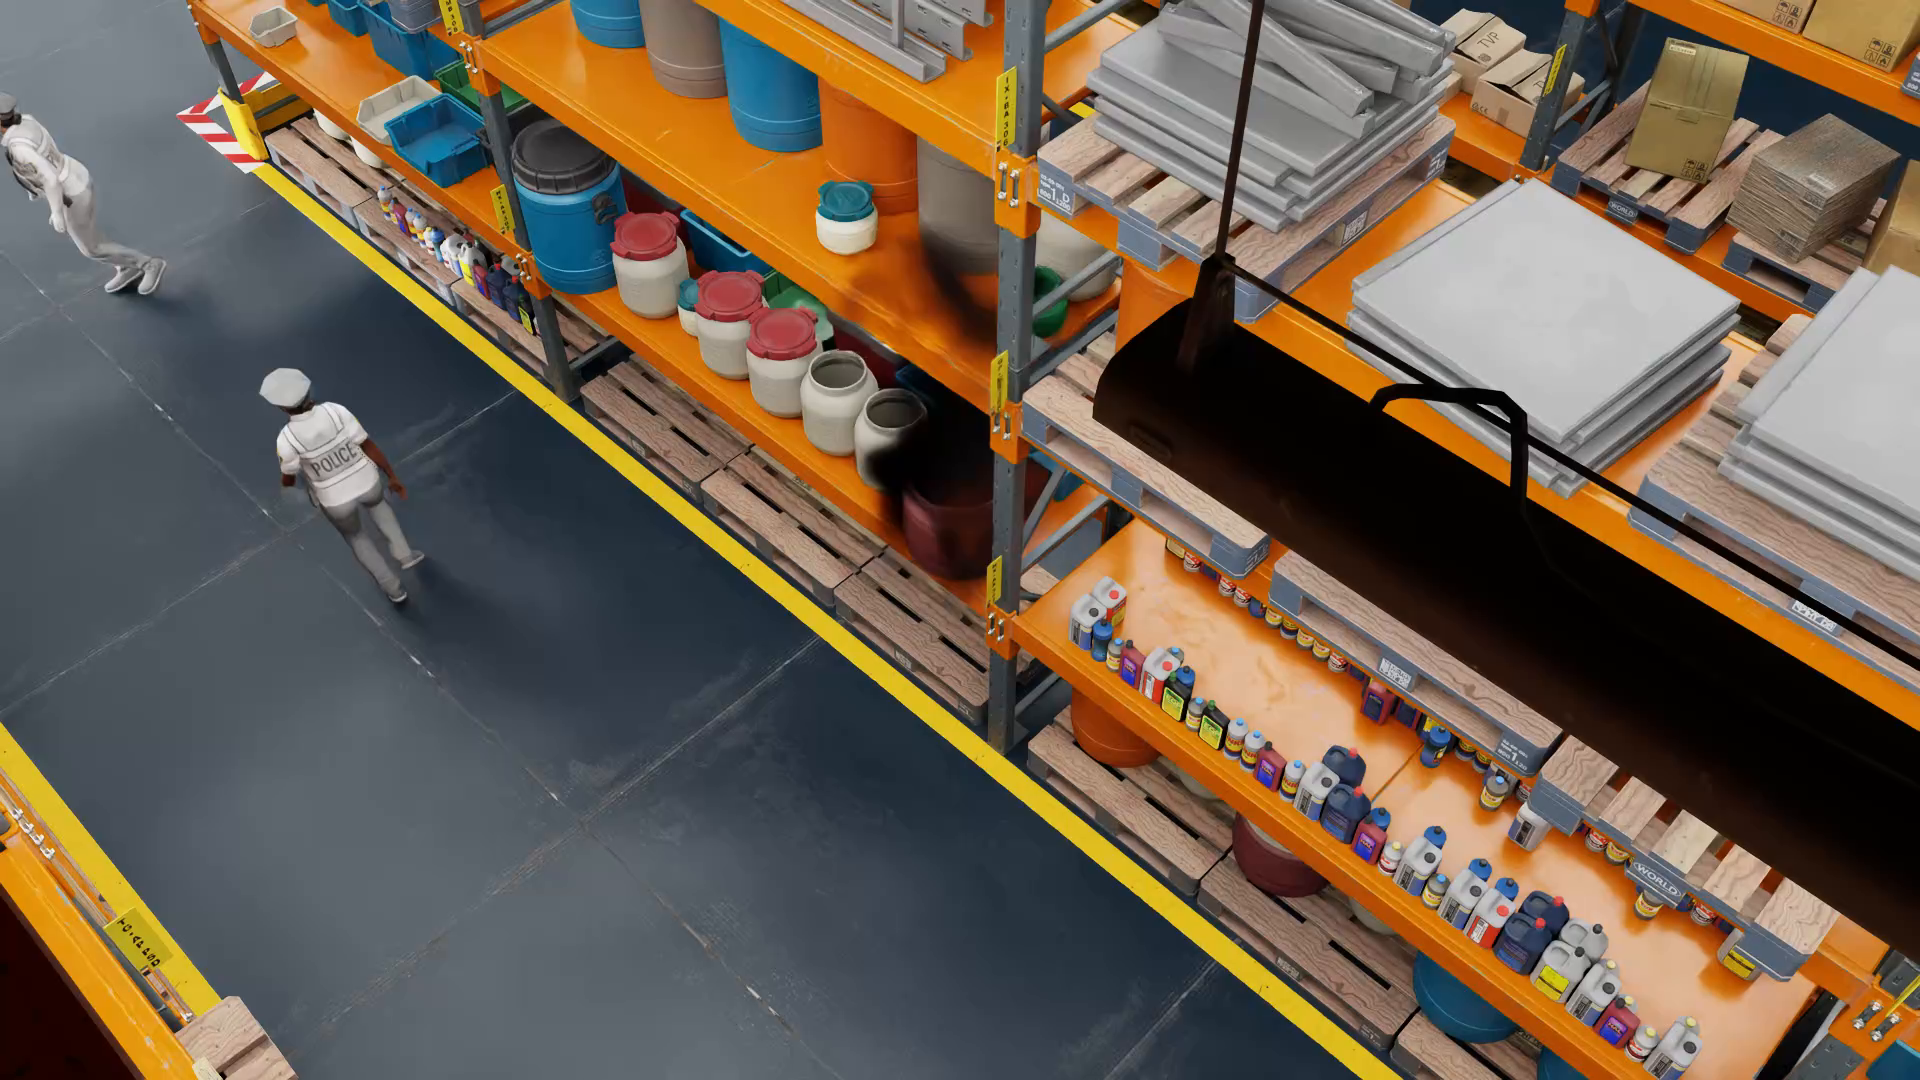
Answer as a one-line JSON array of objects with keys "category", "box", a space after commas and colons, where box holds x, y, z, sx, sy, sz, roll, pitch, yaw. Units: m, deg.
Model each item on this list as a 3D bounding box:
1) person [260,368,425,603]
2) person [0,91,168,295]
[{"category": "person", "box": [-3.578, -0.317, 9.604, 0.551, 1.580, 0.675, -35, 58, -25]}, {"category": "person", "box": [-6.024, -2.376, 11.353, 0.735, 1.608, 0.574, -14, 51, -11]}]
